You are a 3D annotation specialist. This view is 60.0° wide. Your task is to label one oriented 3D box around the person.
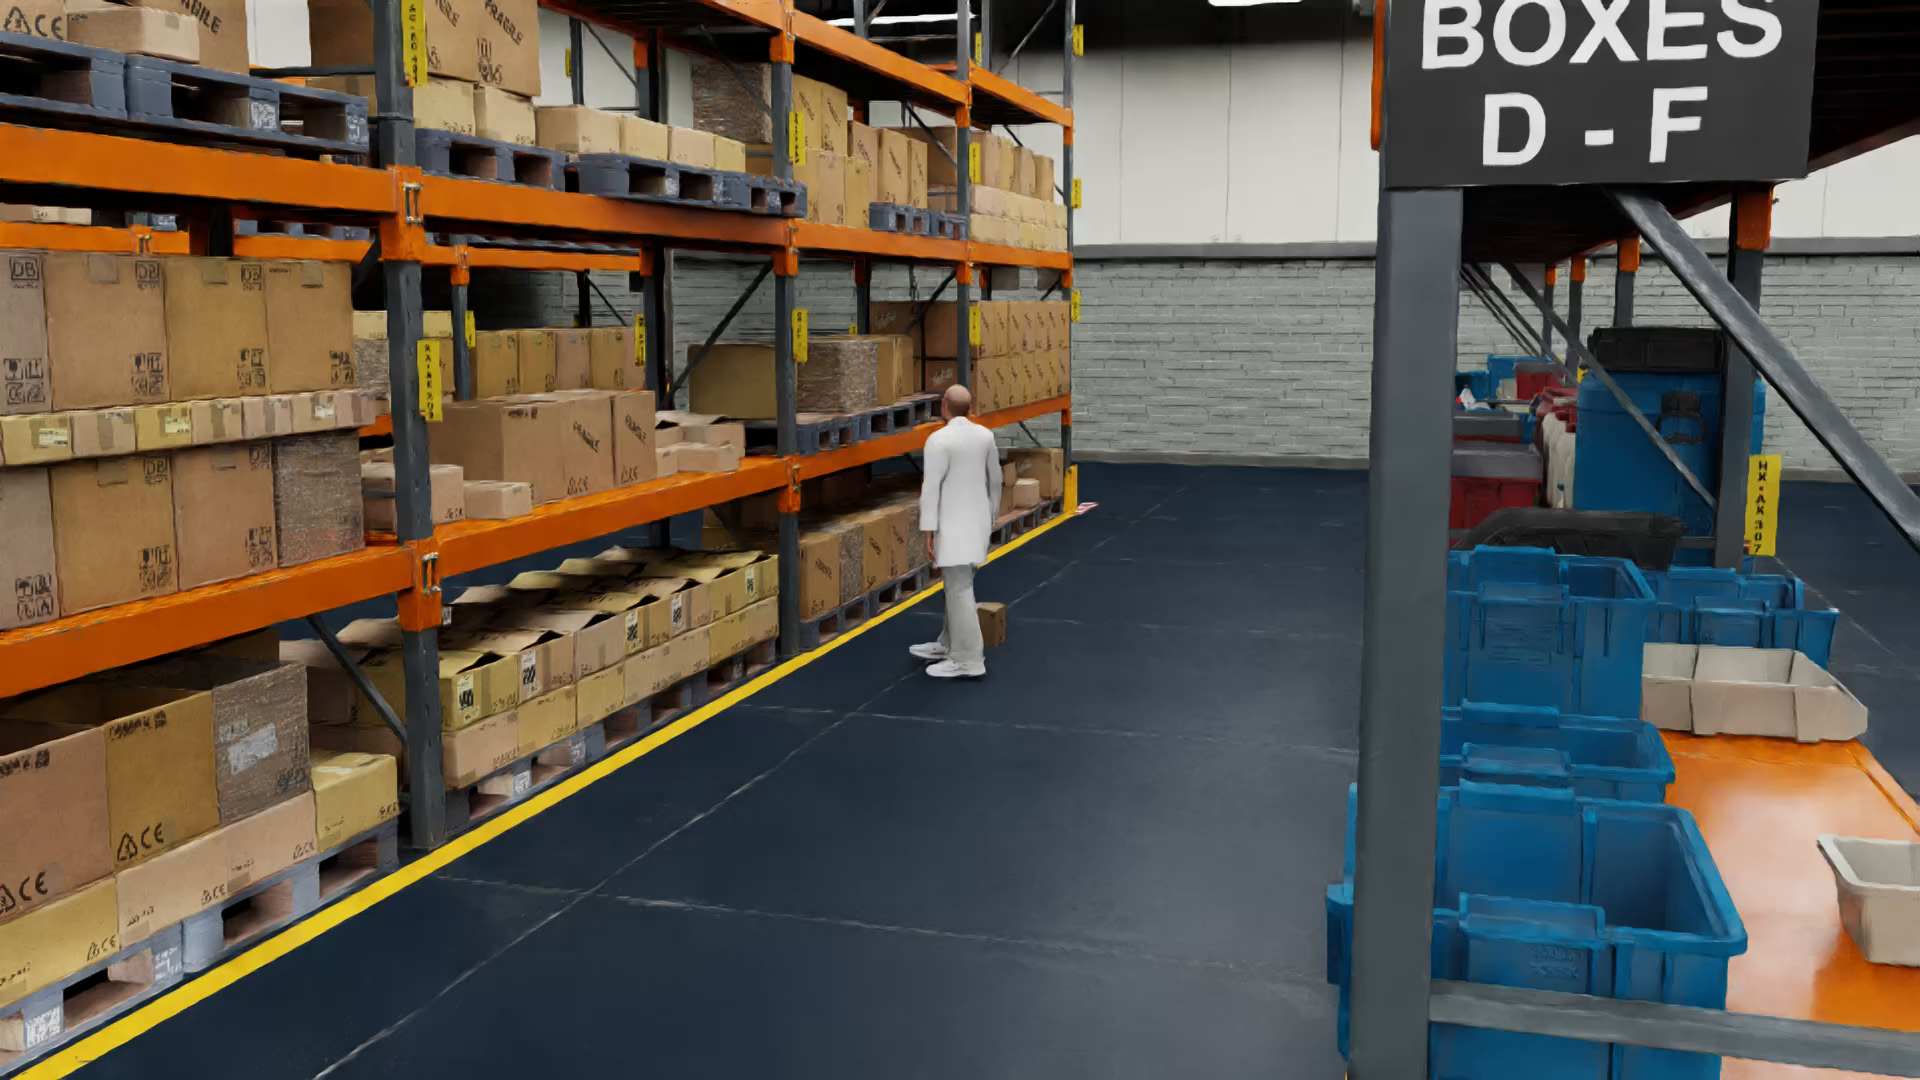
[{"bbox_3d":[-0.041,-0.078,10.350,0.678,1.775,0.707,7,11,39],"label":"person"}]
